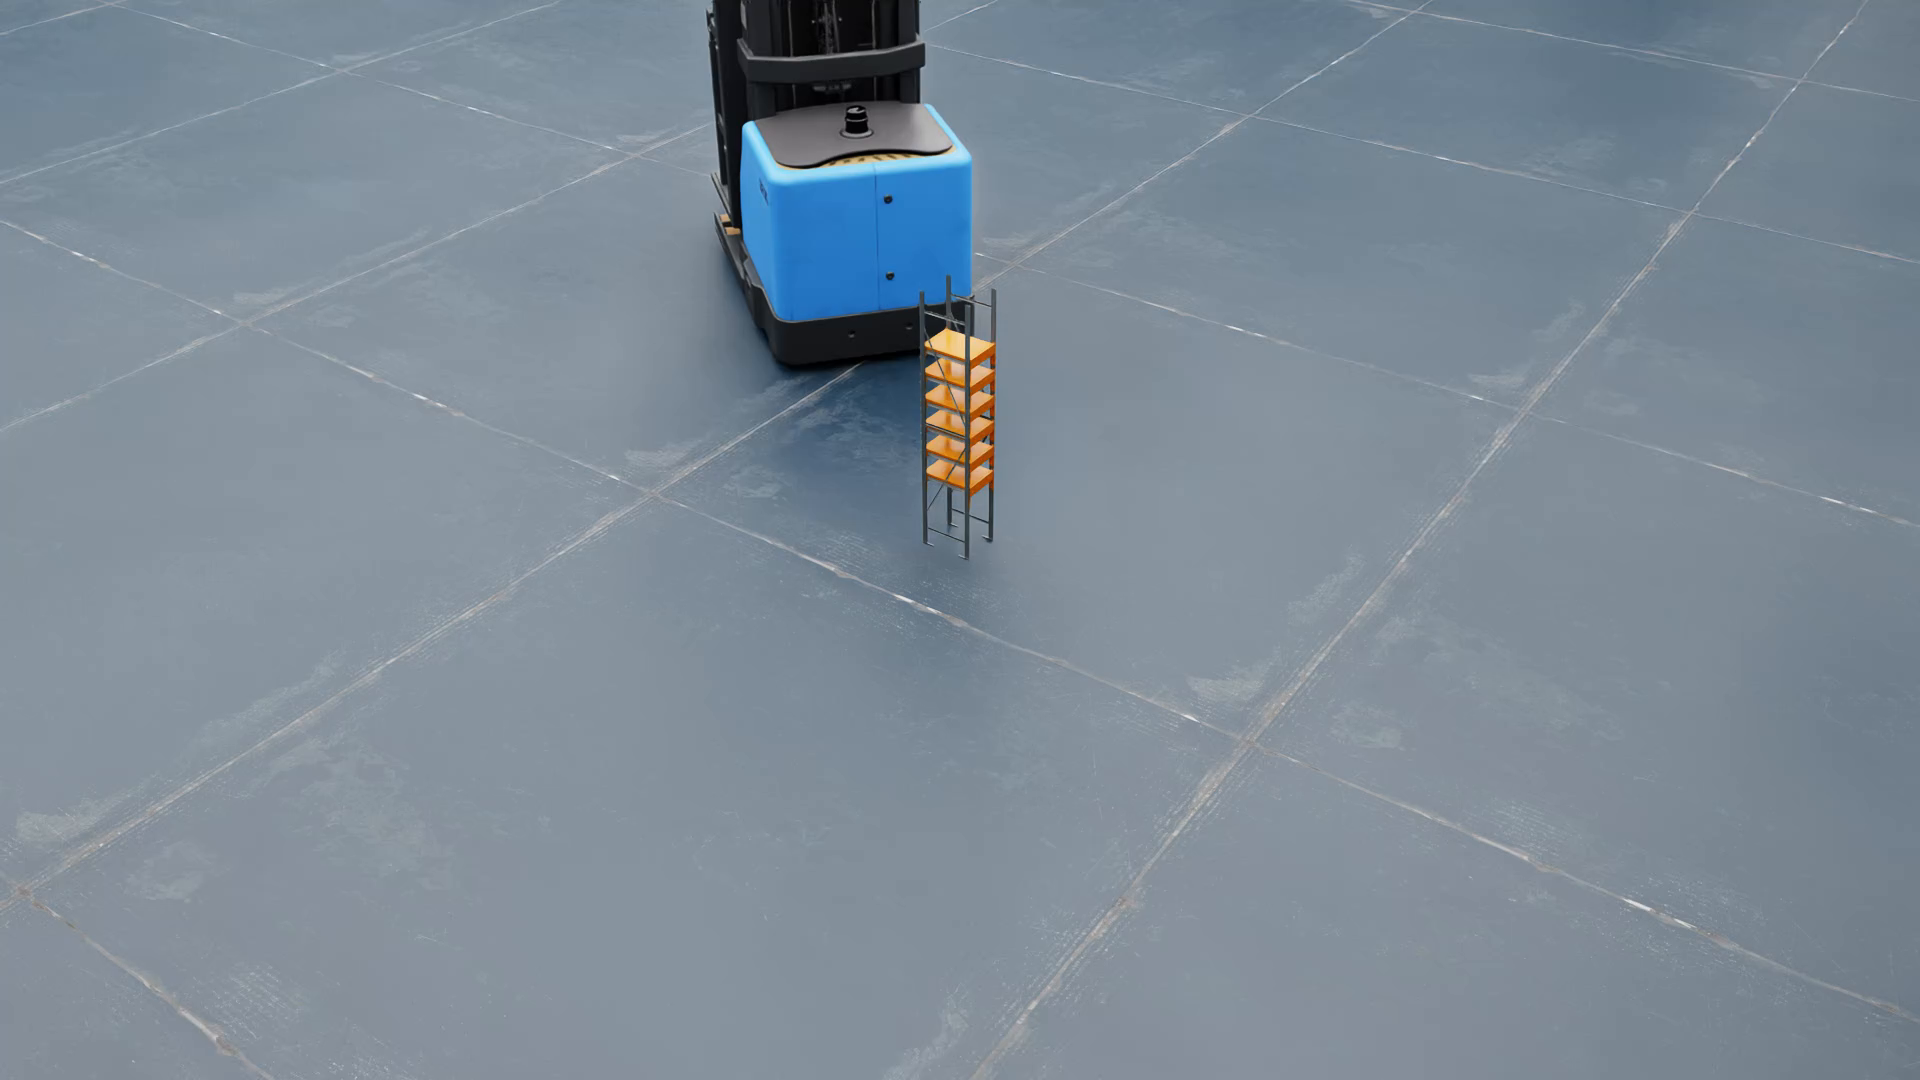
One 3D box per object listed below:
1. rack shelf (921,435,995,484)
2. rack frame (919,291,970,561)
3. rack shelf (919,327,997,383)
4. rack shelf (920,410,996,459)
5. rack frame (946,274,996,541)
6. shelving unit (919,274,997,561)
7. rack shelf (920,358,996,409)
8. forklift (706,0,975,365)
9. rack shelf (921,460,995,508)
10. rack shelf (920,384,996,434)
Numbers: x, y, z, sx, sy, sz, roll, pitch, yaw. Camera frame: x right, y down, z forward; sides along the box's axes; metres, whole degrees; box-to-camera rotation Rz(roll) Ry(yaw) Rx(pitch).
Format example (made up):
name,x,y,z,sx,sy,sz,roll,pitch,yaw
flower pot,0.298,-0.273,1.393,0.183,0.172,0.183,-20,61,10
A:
name,x,y,z,sx,sy,sz,roll,pitch,yaw
rack shelf,-0.008,-0.354,6.996,0.258,0.103,0.180,21,39,28
rack frame,-0.060,-0.448,6.842,0.240,1.200,0.006,21,39,28
rack shelf,-0.008,-0.752,6.727,0.258,0.103,0.180,21,39,28
rack shelf,-0.008,-0.454,6.929,0.258,0.103,0.180,21,39,28
rack frame,0.044,-0.532,6.966,0.240,1.200,0.006,21,39,28
shelving unit,-0.008,-0.490,6.904,0.258,1.200,0.189,21,39,28
rack shelf,-0.008,-0.652,6.794,0.258,0.103,0.180,21,39,28
forklift,-0.821,-2.926,8.960,1.130,2.935,3.031,-9,35,-13
rack shelf,-0.008,-0.255,7.063,0.258,0.103,0.180,21,39,28
rack shelf,-0.008,-0.553,6.862,0.258,0.103,0.180,21,39,28
